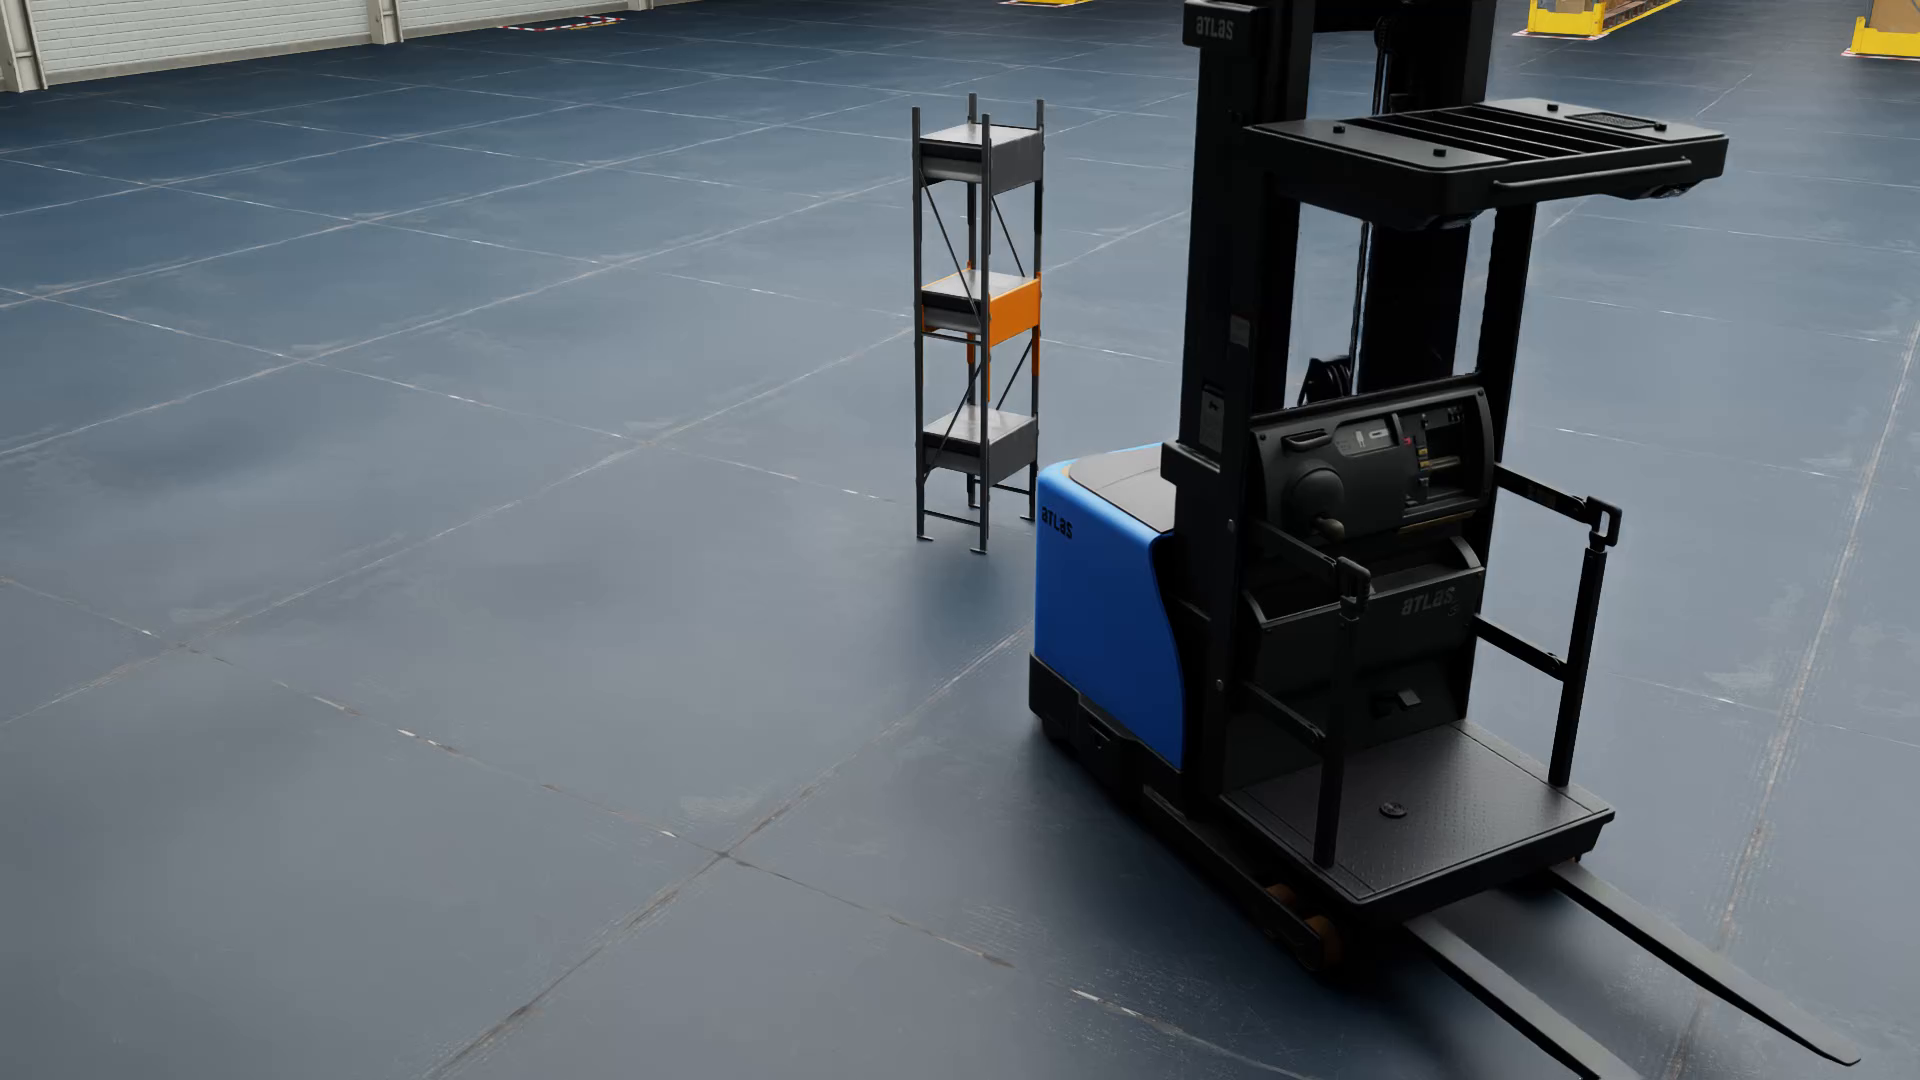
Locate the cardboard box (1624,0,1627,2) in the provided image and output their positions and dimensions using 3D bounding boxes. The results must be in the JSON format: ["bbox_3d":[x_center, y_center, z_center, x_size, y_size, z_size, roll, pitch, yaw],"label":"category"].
[{"bbox_3d":[11.986,-10.160,30.561,0.500,0.500,0.500,13,27,27],"label":"cardboard box"}]

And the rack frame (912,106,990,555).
[{"bbox_3d":[-0.041,-0.937,7.772,0.400,2.100,0.015,14,27,29],"label":"rack frame"}]

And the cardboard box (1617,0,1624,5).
[{"bbox_3d":[11.690,-9.965,30.111,0.500,0.500,0.500,-18,29,-36],"label":"cardboard box"}]

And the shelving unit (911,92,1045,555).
[{"bbox_3d":[0.087,-1.019,7.962,0.431,2.100,0.503,14,27,29],"label":"shelving unit"}]

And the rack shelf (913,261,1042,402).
[{"bbox_3d":[0.087,-1.007,7.967,0.431,0.518,0.480,14,27,29],"label":"rack shelf"}]

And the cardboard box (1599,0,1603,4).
[{"bbox_3d":[10.750,-9.353,28.696,0.500,0.500,0.500,-20,31,-39],"label":"cardboard box"}]

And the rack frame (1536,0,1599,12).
[{"bbox_3d":[10.121,-9.891,27.322,1.000,3.000,0.127,14,27,29],"label":"rack frame"}]

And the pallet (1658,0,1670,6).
[{"bbox_3d":[13.283,-10.638,32.557,1.003,0.211,1.213,14,27,29],"label":"pallet"}]

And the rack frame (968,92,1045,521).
[{"bbox_3d":[0.216,-1.102,8.152,0.400,2.100,0.015,14,27,29],"label":"rack frame"}]

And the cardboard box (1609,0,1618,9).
[{"bbox_3d":[11.429,-9.739,29.589,0.500,0.500,0.500,11,26,24],"label":"cardboard box"}]

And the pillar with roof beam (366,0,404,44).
[{"bbox_3d":[-5.542,-11.223,22.848,9.100,9.000,0.400,14,27,29],"label":"pillar with roof beam"}]

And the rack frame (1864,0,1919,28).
[{"bbox_3d":[14.281,-8.817,24.842,1.000,3.000,0.127,14,27,29],"label":"rack frame"}]

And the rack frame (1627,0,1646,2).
[{"bbox_3d":[12.231,-11.241,30.440,1.000,3.000,0.127,14,27,29],"label":"rack frame"}]

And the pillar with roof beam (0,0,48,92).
[{"bbox_3d":[-8.707,-9.198,18.170,9.100,9.000,0.400,14,27,29],"label":"pillar with roof beam"}]

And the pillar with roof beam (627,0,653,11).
[{"bbox_3d":[-2.377,-13.248,27.526,9.100,9.000,0.400,14,27,29],"label":"pillar with roof beam"}]

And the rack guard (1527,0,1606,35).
[{"bbox_3d":[10.161,-8.769,27.877,1.175,0.500,0.348,14,27,29],"label":"rack guard"}]

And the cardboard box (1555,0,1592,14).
[{"bbox_3d":[10.464,-9.144,28.214,0.500,0.500,0.500,20,30,38],"label":"cardboard box"}]

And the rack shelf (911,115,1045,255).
[{"bbox_3d":[0.087,-1.649,7.689,0.431,0.518,0.480,14,27,29],"label":"rack shelf"}]

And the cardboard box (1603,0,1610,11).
[{"bbox_3d":[11.097,-9.560,29.175,0.500,0.500,0.500,17,29,34],"label":"cardboard box"}]

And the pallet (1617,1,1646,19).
[{"bbox_3d":[11.906,-9.727,30.453,1.003,0.211,1.213,14,27,29],"label":"pallet"}]

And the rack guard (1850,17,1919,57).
[{"bbox_3d":[14.268,-7.662,25.320,1.175,0.500,0.348,14,27,29],"label":"rack guard"}]

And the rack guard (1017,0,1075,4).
[{"bbox_3d":[1.694,-10.813,32.598,1.175,0.500,0.348,14,27,29],"label":"rack guard"}]

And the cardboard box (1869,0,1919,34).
[{"bbox_3d":[14.583,-8.278,25.741,0.875,0.875,0.875,14,27,29],"label":"cardboard box"}]

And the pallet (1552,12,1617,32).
[{"bbox_3d":[10.619,-8.904,28.551,1.003,0.211,1.213,14,27,29],"label":"pallet"}]

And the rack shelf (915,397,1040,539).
[{"bbox_3d":[0.087,-0.365,8.245,0.431,0.518,0.480,14,27,29],"label":"rack shelf"}]

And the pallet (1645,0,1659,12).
[{"bbox_3d":[12.640,-10.224,31.602,1.003,0.211,1.213,14,27,29],"label":"pallet"}]

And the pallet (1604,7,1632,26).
[{"bbox_3d":[11.264,-9.314,29.499,1.003,0.211,1.213,14,27,29],"label":"pallet"}]

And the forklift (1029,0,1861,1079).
[{"bbox_3d":[1.414,-0.213,5.053,1.130,2.935,3.031,-12,26,-26],"label":"forklift"}]
